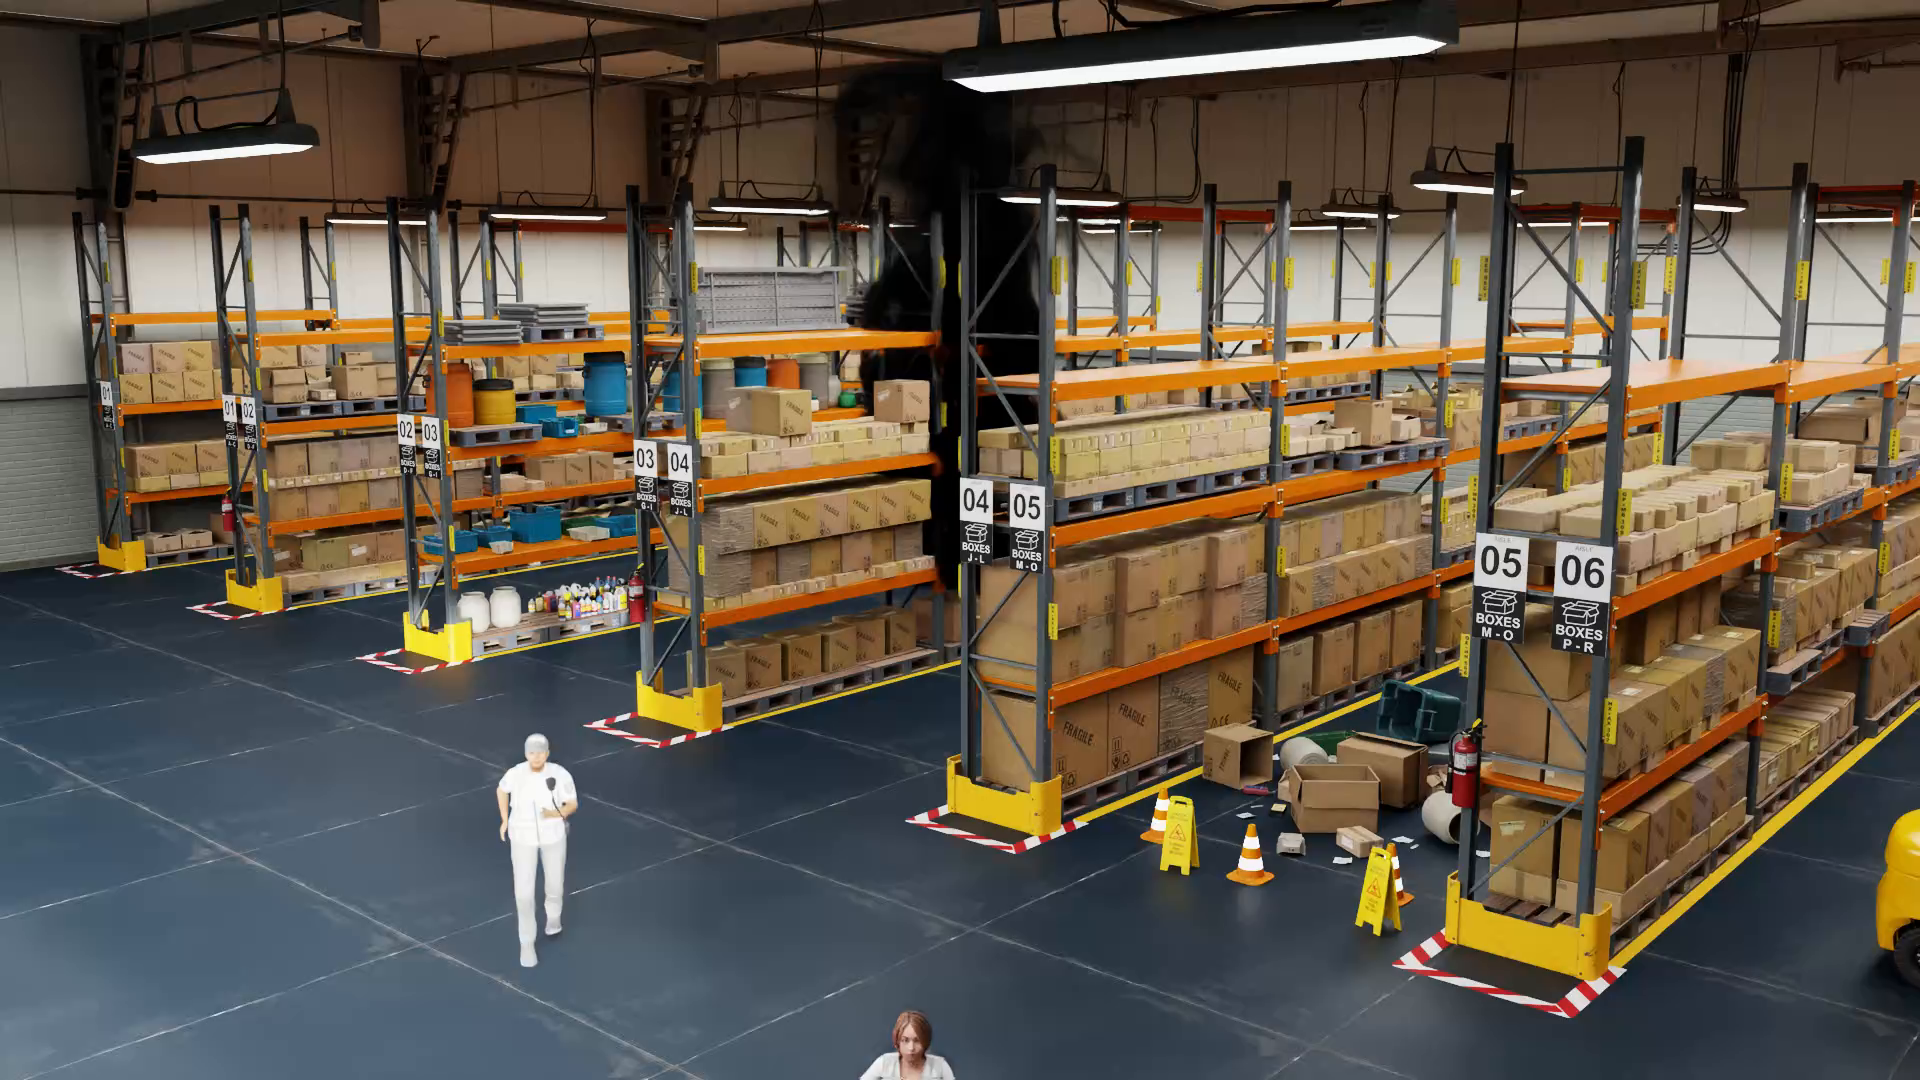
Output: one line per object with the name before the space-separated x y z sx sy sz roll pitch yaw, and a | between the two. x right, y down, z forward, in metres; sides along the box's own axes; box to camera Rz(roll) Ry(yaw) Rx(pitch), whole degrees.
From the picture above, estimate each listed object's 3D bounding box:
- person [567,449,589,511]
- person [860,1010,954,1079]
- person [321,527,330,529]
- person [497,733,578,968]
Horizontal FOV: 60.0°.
person | -7.220 -0.891 31.548 0.657 1.672 0.609 8 12 38
person | -0.237 3.046 8.088 0.534 1.583 0.889 0 9 -2
person | -10.559 -0.309 27.716 0.669 1.790 0.968 7 12 37
person | -3.168 2.297 12.528 0.582 1.732 0.735 -3 10 -15
